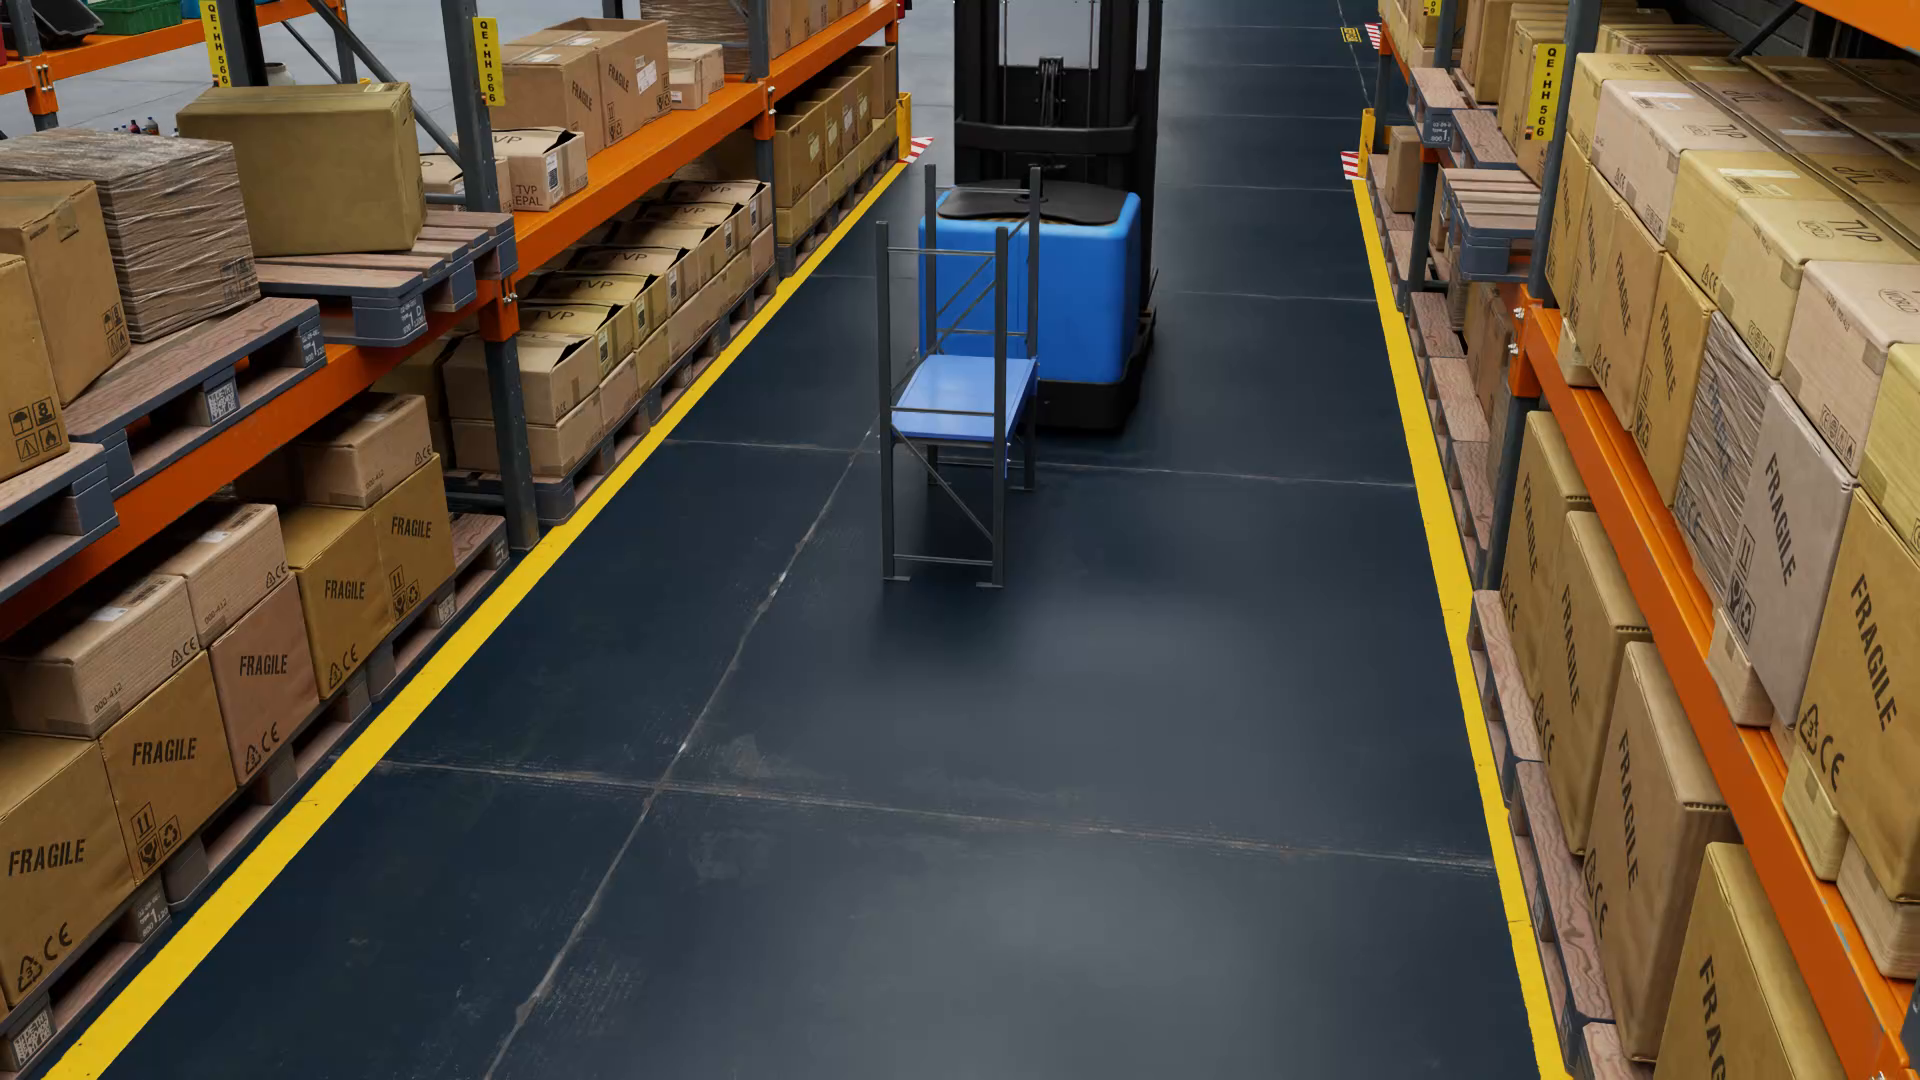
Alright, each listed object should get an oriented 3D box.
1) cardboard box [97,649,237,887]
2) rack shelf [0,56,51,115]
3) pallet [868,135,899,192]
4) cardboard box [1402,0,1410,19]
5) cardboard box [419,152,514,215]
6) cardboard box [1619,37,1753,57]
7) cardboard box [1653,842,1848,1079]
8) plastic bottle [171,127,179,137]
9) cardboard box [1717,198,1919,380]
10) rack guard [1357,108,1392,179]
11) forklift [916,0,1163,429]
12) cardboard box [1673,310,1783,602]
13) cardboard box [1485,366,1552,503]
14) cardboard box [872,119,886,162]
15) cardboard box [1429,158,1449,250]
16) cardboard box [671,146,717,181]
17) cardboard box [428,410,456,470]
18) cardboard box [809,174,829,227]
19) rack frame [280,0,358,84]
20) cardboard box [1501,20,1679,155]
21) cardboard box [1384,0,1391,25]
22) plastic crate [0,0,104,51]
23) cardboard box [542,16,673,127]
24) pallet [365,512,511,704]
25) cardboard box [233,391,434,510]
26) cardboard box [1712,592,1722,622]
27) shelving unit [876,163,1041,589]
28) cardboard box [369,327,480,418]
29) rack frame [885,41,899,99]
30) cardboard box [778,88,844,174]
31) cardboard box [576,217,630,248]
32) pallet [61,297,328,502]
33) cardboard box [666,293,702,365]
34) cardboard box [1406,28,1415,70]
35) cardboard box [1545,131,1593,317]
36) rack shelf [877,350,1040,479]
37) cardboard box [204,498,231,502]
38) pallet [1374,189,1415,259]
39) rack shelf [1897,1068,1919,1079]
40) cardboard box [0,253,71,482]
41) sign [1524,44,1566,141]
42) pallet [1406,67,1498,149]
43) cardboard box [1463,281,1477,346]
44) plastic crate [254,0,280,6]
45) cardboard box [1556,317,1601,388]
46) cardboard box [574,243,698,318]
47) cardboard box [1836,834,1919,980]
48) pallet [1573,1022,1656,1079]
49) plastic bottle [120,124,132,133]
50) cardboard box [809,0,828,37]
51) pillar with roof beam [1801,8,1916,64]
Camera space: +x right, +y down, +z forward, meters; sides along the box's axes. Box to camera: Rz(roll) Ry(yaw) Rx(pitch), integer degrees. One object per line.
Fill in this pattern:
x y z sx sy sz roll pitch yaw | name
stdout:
-2.498 0.626 4.804 0.500 0.500 0.500 4 25 9 | cardboard box
-6.889 -2.217 9.297 1.077 0.370 4.000 4 25 9 | rack shelf
-1.105 -3.122 13.671 1.003 0.211 1.213 4 25 9 | pallet
3.153 -3.612 10.697 0.500 0.500 0.500 3 25 7 | cardboard box
-2.227 -1.471 6.959 0.500 0.311 0.500 6 26 12 | cardboard box
2.585 -1.705 5.952 0.380 0.149 0.250 1 25 2 | cardboard box
1.883 1.155 3.284 0.750 0.750 0.750 4 25 9 | cardboard box
-5.920 -2.945 12.608 0.144 0.351 0.185 4 25 8 | plastic bottle
1.905 -0.516 3.436 0.500 0.250 0.500 5 25 10 | cardboard box
3.853 -3.202 13.501 1.175 0.500 0.348 4 25 9 | rack guard
0.556 -2.475 9.081 1.130 2.935 3.031 5 25 10 | forklift
1.896 -0.170 3.583 0.500 0.500 0.500 4 25 9 | cardboard box
2.625 -0.392 6.979 0.700 0.500 0.500 4 25 9 | cardboard box
-0.888 -3.198 13.292 0.500 0.250 0.500 4 25 9 | cardboard box
3.342 -2.197 10.835 0.500 0.500 0.500 2 25 5 | cardboard box
-1.722 -2.737 11.422 0.500 0.500 0.500 4 25 9 | cardboard box
-2.484 -0.544 7.621 0.500 0.250 0.500 5 25 10 | cardboard box
-1.214 -2.361 11.505 0.500 0.250 0.500 4 25 9 | cardboard box
-5.908 -5.052 14.506 1.000 3.000 0.127 4 25 9 | rack frame
2.807 -1.985 7.315 0.700 0.500 0.500 4 25 9 | cardboard box
3.402 -3.907 12.212 0.500 0.250 0.500 3 25 7 | cardboard box
-6.351 -3.562 11.394 0.767 0.338 0.504 4 25 9 | plastic crate
-1.903 -2.540 9.019 0.500 0.500 0.500 6 26 12 | cardboard box
-2.489 0.211 6.551 1.003 0.211 1.213 4 25 9 | pallet
-2.256 -0.337 5.977 0.500 0.250 0.500 5 26 11 | cardboard box
1.876 0.172 3.617 0.380 0.149 0.250 4 25 9 | cardboard box
0.014 -0.715 7.008 0.538 1.500 1.048 4 25 9 | shelving unit
-2.487 -0.797 7.501 0.500 0.311 0.500 5 25 10 | cardboard box
-1.022 -4.708 13.769 1.000 3.000 0.127 4 25 9 | rack frame
-1.128 -2.910 11.792 0.500 0.500 0.500 4 25 9 | cardboard box
-2.159 -1.652 9.329 0.500 0.311 0.500 3 25 7 | cardboard box
-2.642 -0.461 4.923 1.003 0.211 1.213 4 25 9 | pallet
-1.709 -1.148 8.912 0.500 0.250 0.500 5 25 10 | cardboard box
3.080 -3.061 10.405 0.500 0.250 0.500 4 25 9 | cardboard box
2.227 -1.024 5.407 0.500 0.500 0.500 5 26 10 | cardboard box
0.014 -0.552 7.085 0.538 0.185 1.000 4 25 9 | rack shelf
-2.853 0.170 5.777 0.500 0.500 0.500 4 25 8 | cardboard box
3.484 -2.225 11.755 1.003 0.211 1.213 4 25 9 | pallet
1.578 1.815 0.683 1.077 0.370 4.000 4 25 9 | rack shelf
-2.635 -0.399 3.951 0.700 0.500 0.500 8 26 17 | cardboard box
2.022 -1.542 5.734 0.100 0.325 0.005 4 25 9 | sign
2.944 -2.297 8.845 1.003 0.211 1.213 4 25 9 | pallet
3.073 -1.232 8.773 0.700 0.500 0.500 4 25 7 | cardboard box
-5.806 -4.484 13.466 0.499 0.251 0.408 4 25 9 | plastic crate
2.099 -0.584 5.232 0.380 0.149 0.250 5 26 10 | cardboard box
-1.707 -1.408 8.806 0.500 0.311 0.500 4 25 8 | cardboard box
1.681 0.596 2.710 0.380 0.149 0.250 4 25 9 | cardboard box
1.956 1.588 3.609 1.003 0.211 1.213 4 25 9 | pallet
-6.568 -3.136 13.111 0.097 0.271 0.097 0 25 0 | plastic bottle
-1.361 -3.911 11.949 0.700 0.500 0.500 5 26 10 | cardboard box
-0.623 -4.519 6.290 9.100 9.000 0.400 4 25 9 | pillar with roof beam
